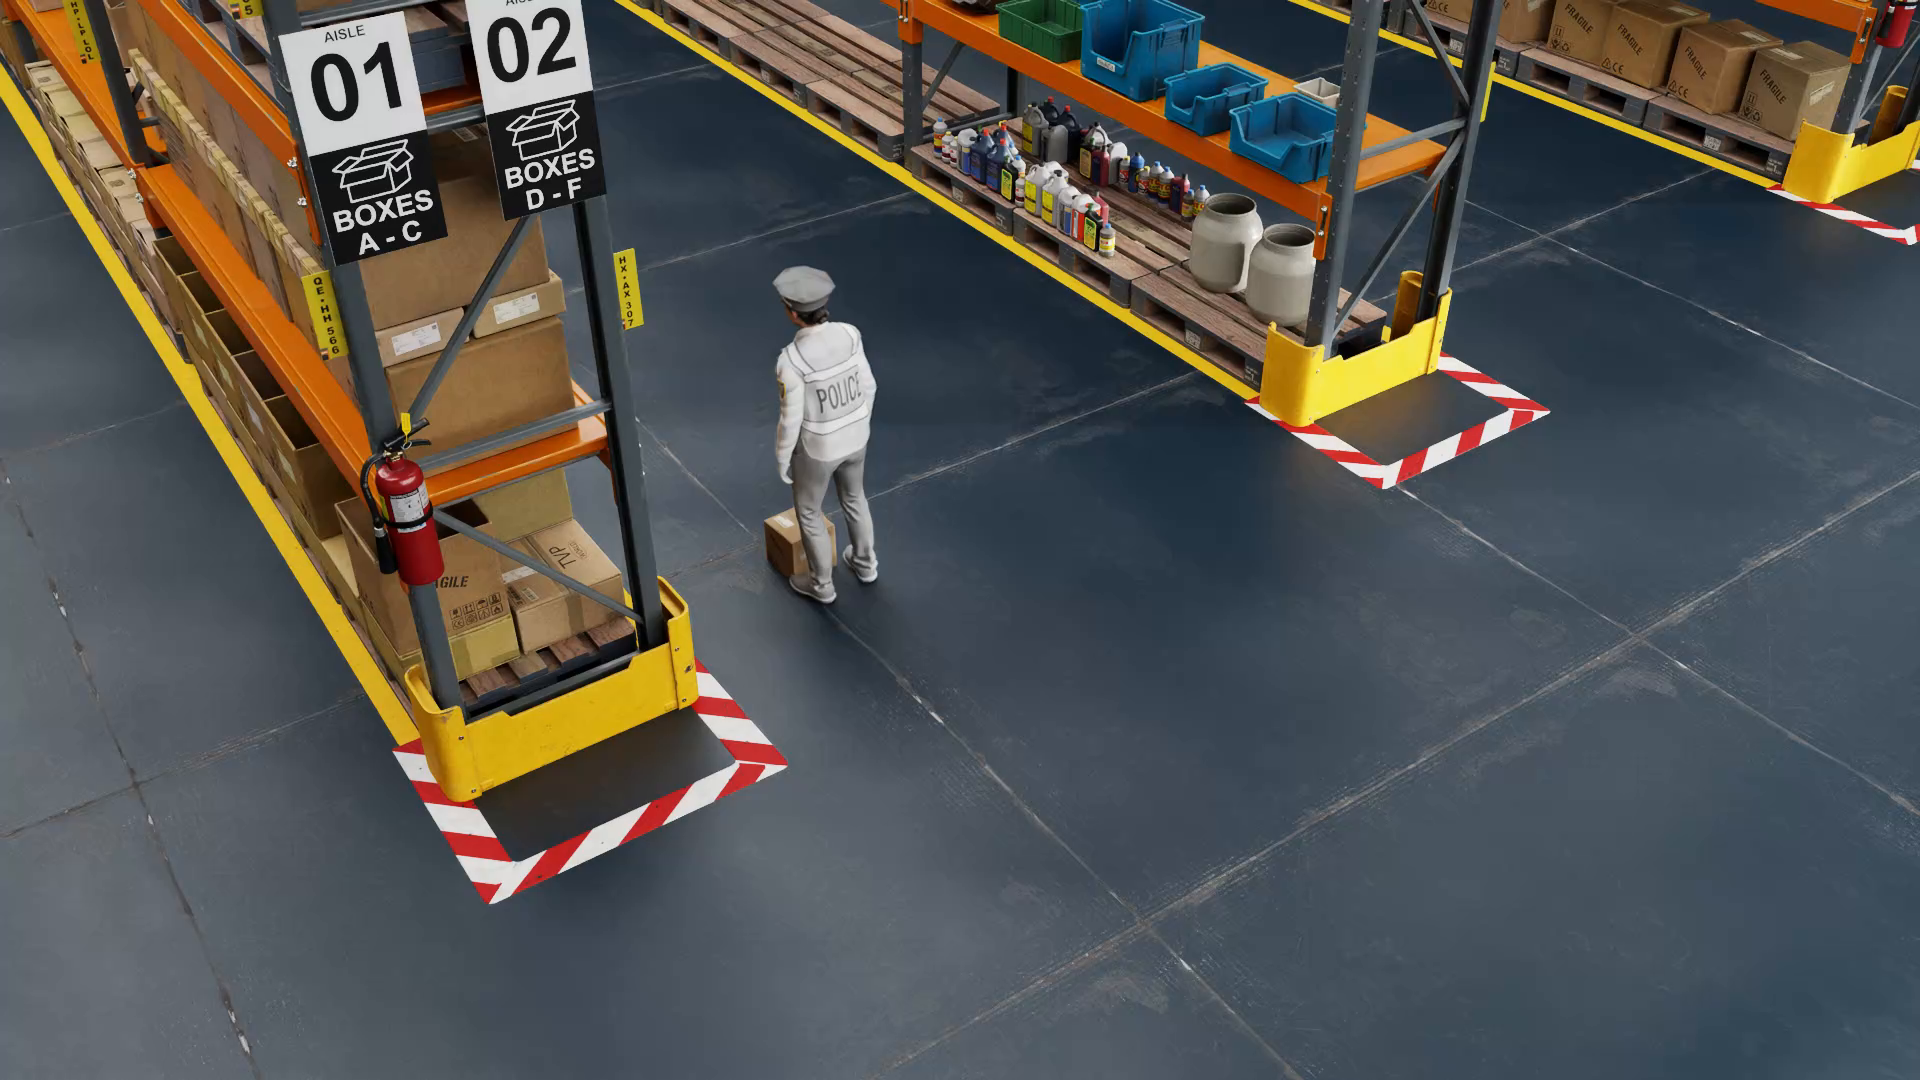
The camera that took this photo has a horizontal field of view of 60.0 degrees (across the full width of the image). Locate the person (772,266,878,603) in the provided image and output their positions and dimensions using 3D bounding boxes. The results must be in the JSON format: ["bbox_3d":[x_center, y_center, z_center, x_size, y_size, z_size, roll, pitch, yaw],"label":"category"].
[{"bbox_3d":[-0.616,-0.446,7.599,0.539,1.662,0.373,-27,44,-31],"label":"person"}]
